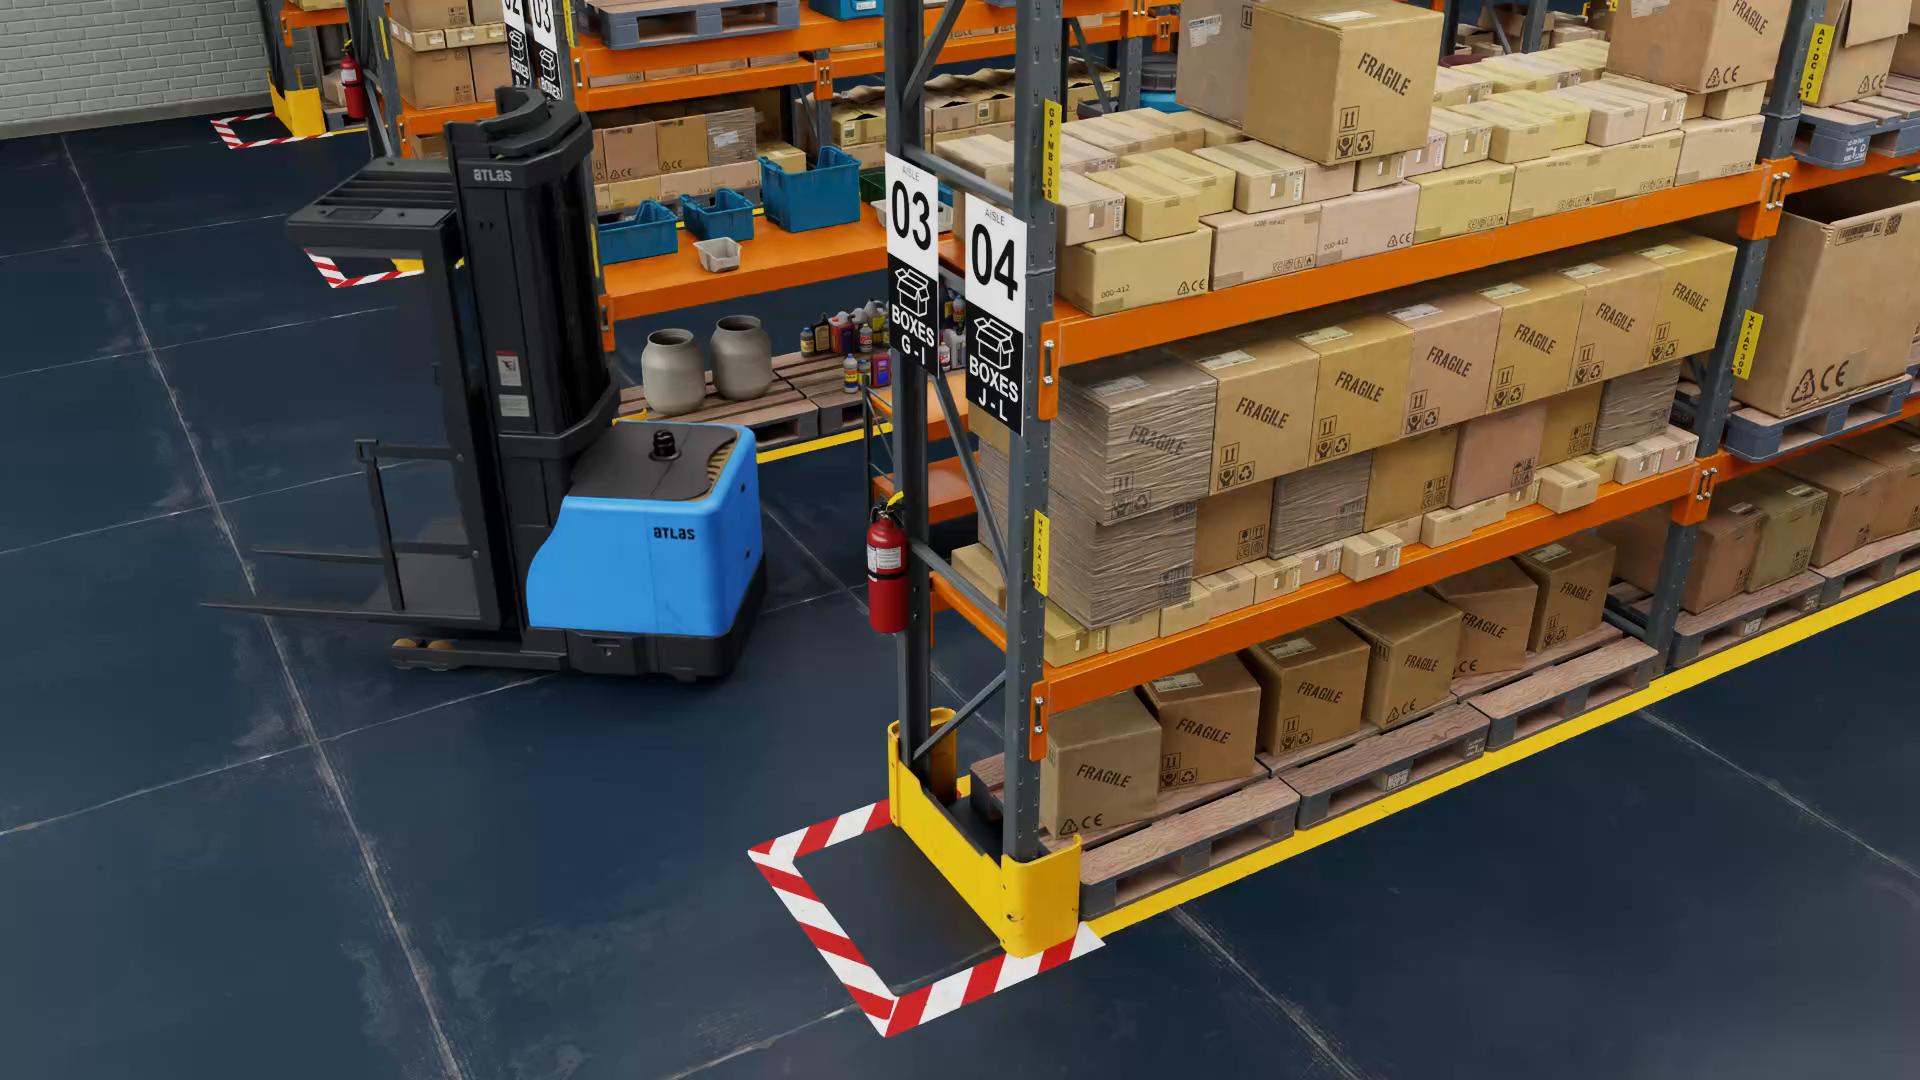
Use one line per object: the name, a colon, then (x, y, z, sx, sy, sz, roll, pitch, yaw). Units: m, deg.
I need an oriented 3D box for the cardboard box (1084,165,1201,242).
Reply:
cardboard box: (0.650, -1.215, 5.985, 0.250, 0.149, 0.380, -15, 32, -25)

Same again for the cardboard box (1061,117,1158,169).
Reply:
cardboard box: (0.569, -1.546, 6.585, 0.250, 0.149, 0.380, -17, 33, -28)

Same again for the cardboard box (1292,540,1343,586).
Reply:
cardboard box: (1.464, 0.033, 7.347, 0.250, 0.149, 0.380, -16, 33, -26)

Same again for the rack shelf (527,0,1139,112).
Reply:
rack shelf: (-0.762, -3.349, 10.855, 4.000, 0.370, 1.077, -16, 33, -26)

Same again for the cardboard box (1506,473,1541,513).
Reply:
cardboard box: (2.528, -0.285, 7.922, 0.250, 0.149, 0.380, -16, 33, -26)

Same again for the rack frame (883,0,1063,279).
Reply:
rack frame: (0.023, -2.425, 5.330, 0.127, 3.000, 1.000, -16, 33, -26)

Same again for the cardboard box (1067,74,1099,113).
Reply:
cardboard box: (1.133, -4.749, 17.582, 0.500, 0.311, 0.500, -16, 33, -27)

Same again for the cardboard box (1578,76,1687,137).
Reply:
cardboard box: (2.889, -1.875, 7.181, 0.250, 0.149, 0.380, -18, 33, -29)

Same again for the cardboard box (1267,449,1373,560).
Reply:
cardboard box: (1.334, -0.372, 7.409, 0.500, 0.500, 0.875, -16, 33, -26)

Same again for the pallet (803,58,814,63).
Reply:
pallet: (-2.333, -6.239, 21.336, 1.213, 0.211, 1.003, -16, 33, -26)

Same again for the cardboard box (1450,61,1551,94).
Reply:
cardboard box: (2.406, -2.019, 7.442, 0.250, 0.149, 0.380, -15, 32, -25)

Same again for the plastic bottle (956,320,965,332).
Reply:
plastic bottle: (0.035, -1.477, 12.177, 0.133, 0.283, 0.061, -16, 33, -26)

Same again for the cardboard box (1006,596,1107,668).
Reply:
cardboard box: (0.390, 0.341, 6.787, 0.250, 0.149, 0.380, -16, 33, -26)

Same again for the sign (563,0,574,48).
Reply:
sign: (-2.211, -2.948, 9.375, 0.005, 0.325, 0.100, -16, 33, -26)

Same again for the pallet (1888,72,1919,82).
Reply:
pallet: (4.951, -2.370, 8.531, 1.003, 0.211, 1.213, -16, 33, -26)

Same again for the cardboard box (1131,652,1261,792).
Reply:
cardboard box: (1.068, 0.806, 7.838, 0.500, 0.500, 0.500, -8, 30, -13)

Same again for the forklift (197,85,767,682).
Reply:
forklift: (-2.666, -0.823, 8.708, 3.031, 2.935, 1.130, 3, 29, 5)

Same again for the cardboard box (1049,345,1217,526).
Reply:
cardboard box: (0.635, -0.431, 6.481, 0.500, 0.500, 0.500, -16, 33, -26)

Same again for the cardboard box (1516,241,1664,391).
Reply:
cardboard box: (2.793, -1.041, 7.586, 0.500, 0.500, 0.500, -16, 33, -26)

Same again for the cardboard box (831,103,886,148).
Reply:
cardboard box: (-1.061, -4.128, 16.456, 0.500, 0.311, 0.500, -16, 33, -26)

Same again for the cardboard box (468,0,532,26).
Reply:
cardboard box: (-4.087, -4.791, 14.380, 0.500, 0.500, 0.700, -17, 33, -28)

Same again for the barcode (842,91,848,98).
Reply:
barcode: (-1.113, -4.313, 16.098, 0.075, 0.075, 0.001, -16, 33, -26)

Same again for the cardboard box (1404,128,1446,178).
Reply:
cardboard box: (1.708, -1.576, 6.640, 0.250, 0.149, 0.380, -16, 33, -27)

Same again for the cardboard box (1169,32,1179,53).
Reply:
cardboard box: (2.639, -5.653, 18.744, 0.500, 0.250, 0.500, -15, 32, -24)

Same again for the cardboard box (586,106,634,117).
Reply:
cardboard box: (-3.394, -3.862, 15.779, 0.500, 0.500, 0.500, -16, 33, -26)

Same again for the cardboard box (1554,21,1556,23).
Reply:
cardboard box: (7.328, -6.572, 21.444, 0.500, 0.250, 0.500, -16, 33, -26)

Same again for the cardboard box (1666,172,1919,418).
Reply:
cardboard box: (4.228, -1.360, 8.554, 1.000, 1.000, 1.000, -16, 33, -26)

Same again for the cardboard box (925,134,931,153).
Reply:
cardboard box: (-0.629, -4.005, 16.814, 0.500, 0.250, 0.500, -15, 32, -25)

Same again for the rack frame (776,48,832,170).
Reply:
rack frame: (-1.544, -4.905, 16.034, 0.127, 3.000, 1.000, -16, 33, -26)

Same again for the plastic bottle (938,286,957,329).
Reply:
plastic bottle: (-0.106, -1.803, 12.698, 0.185, 0.351, 0.144, -17, 33, -28)

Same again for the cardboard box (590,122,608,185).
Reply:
cardboard box: (-3.563, -3.524, 15.166, 0.500, 0.500, 0.500, -16, 33, -26)

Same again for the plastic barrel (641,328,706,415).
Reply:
plastic barrel: (-1.958, -1.149, 11.368, 0.421, 0.512, 0.421, 0, 29, 0)

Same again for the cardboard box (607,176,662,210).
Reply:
cardboard box: (-3.123, -3.311, 15.556, 0.500, 0.250, 0.500, -16, 33, -26)

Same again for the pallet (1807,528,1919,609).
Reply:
pallet: (5.195, -0.048, 10.119, 1.213, 0.211, 1.003, -16, 33, -26)

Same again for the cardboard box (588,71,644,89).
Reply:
cardboard box: (-3.250, -4.459, 15.121, 0.500, 0.500, 0.700, -15, 32, -25)

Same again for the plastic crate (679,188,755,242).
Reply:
plastic crate: (-1.643, -2.200, 11.286, 0.408, 0.251, 0.499, -16, 33, -26)

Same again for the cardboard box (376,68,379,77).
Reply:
cardboard box: (-6.372, -5.275, 19.032, 0.500, 0.311, 0.500, -13, 31, -22)

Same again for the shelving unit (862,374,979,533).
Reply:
shelving unit: (0.006, -0.494, 9.981, 1.048, 1.125, 0.538, -16, 33, -26)

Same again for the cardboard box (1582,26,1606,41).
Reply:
cardboard box: (8.064, -6.497, 21.396, 0.250, 0.166, 0.380, -16, 33, -26)

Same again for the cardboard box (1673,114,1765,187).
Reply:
cardboard box: (3.211, -1.805, 7.466, 0.500, 0.250, 0.500, -15, 32, -24)

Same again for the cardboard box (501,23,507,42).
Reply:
cardboard box: (-3.884, -4.447, 14.429, 0.250, 0.149, 0.380, -16, 33, -27)

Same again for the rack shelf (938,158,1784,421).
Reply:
rack shelf: (1.747, -1.286, 7.116, 4.000, 0.370, 1.077, -16, 33, -26)

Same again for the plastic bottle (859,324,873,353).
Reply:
plastic bottle: (-0.695, -1.498, 12.301, 0.097, 0.201, 0.097, 0, 29, 0)

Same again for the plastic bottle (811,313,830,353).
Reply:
plastic bottle: (-1.033, -1.533, 12.280, 0.133, 0.283, 0.061, -15, 32, -25)

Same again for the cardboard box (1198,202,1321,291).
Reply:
cardboard box: (1.011, -1.185, 6.343, 0.500, 0.250, 0.500, -17, 33, -27)

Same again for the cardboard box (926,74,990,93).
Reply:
cardboard box: (-0.028, -4.722, 17.532, 0.500, 0.311, 0.500, -16, 33, -27)

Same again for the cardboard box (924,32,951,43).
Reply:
cardboard box: (-0.419, -5.259, 16.571, 0.500, 0.500, 0.500, -13, 32, -23)

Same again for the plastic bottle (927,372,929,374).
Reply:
plastic bottle: (-0.209, -1.332, 11.927, 0.097, 0.271, 0.097, 0, 29, 0)

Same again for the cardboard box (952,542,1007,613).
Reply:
cardboard box: (0.164, 0.156, 7.123, 0.250, 0.149, 0.380, -16, 33, -26)

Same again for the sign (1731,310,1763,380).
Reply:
sign: (3.753, -0.932, 7.939, 0.005, 0.325, 0.100, -16, 33, -26)

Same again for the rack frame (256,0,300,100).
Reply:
rack frame: (-7.505, -5.989, 17.997, 0.127, 3.000, 1.000, -16, 33, -26)

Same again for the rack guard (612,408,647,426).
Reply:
rack guard: (-2.445, -0.805, 11.192, 0.348, 0.500, 1.175, -16, 33, -26)

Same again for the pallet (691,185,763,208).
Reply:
pallet: (-2.251, -3.507, 16.386, 1.213, 0.211, 1.003, -16, 33, -26)

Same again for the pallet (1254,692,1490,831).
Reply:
pallet: (1.858, 0.923, 8.359, 1.213, 0.211, 1.003, -16, 33, -26)

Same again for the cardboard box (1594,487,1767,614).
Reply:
cardboard box: (4.012, -0.017, 9.308, 0.500, 0.500, 0.700, -19, 34, -30)
